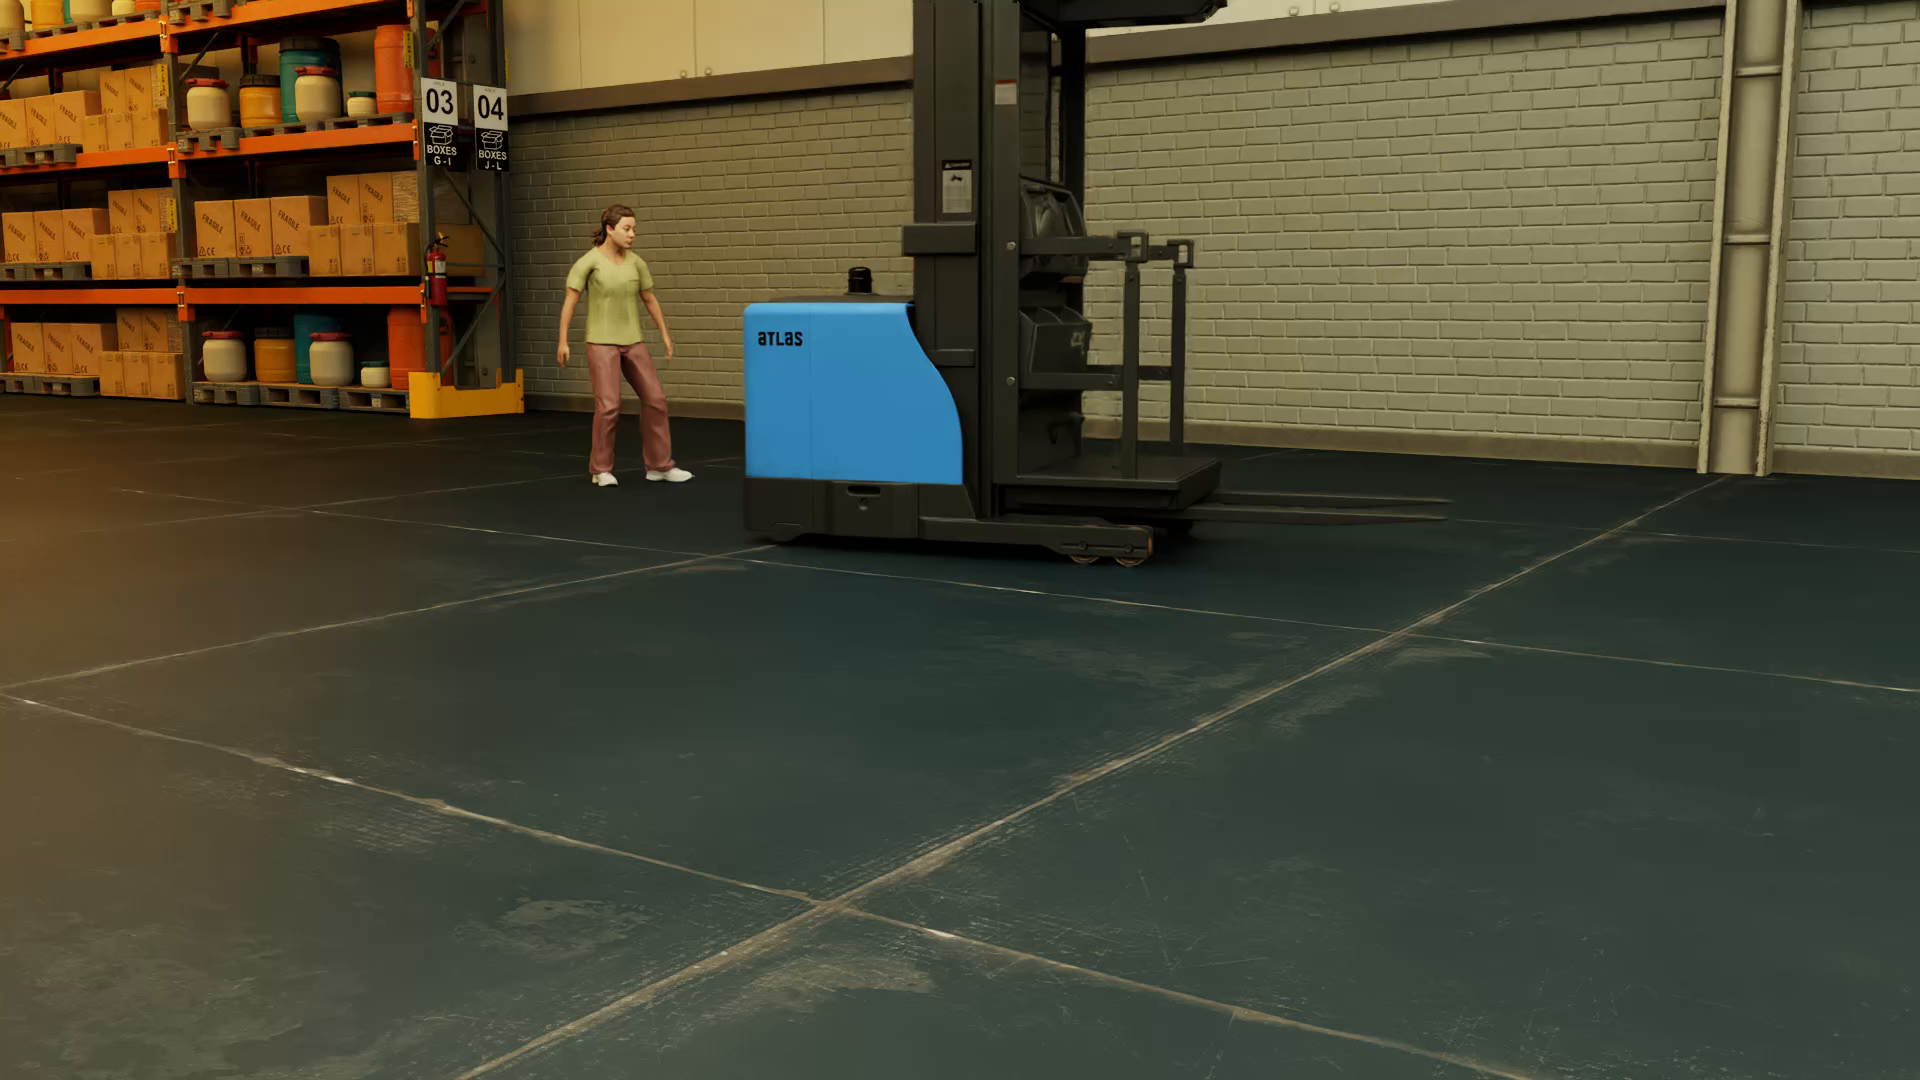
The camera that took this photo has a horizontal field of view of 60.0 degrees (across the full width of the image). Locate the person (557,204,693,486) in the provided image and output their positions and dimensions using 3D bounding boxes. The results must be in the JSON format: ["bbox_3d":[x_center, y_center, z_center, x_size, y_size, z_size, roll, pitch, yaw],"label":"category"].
[{"bbox_3d":[-2.008,-1.151,9.860,0.752,1.648,0.367,-7,11,-40],"label":"person"}]

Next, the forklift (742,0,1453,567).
[{"bbox_3d":[0.600,-1.426,7.219,3.031,2.935,1.130,3,9,18],"label":"forklift"}]
